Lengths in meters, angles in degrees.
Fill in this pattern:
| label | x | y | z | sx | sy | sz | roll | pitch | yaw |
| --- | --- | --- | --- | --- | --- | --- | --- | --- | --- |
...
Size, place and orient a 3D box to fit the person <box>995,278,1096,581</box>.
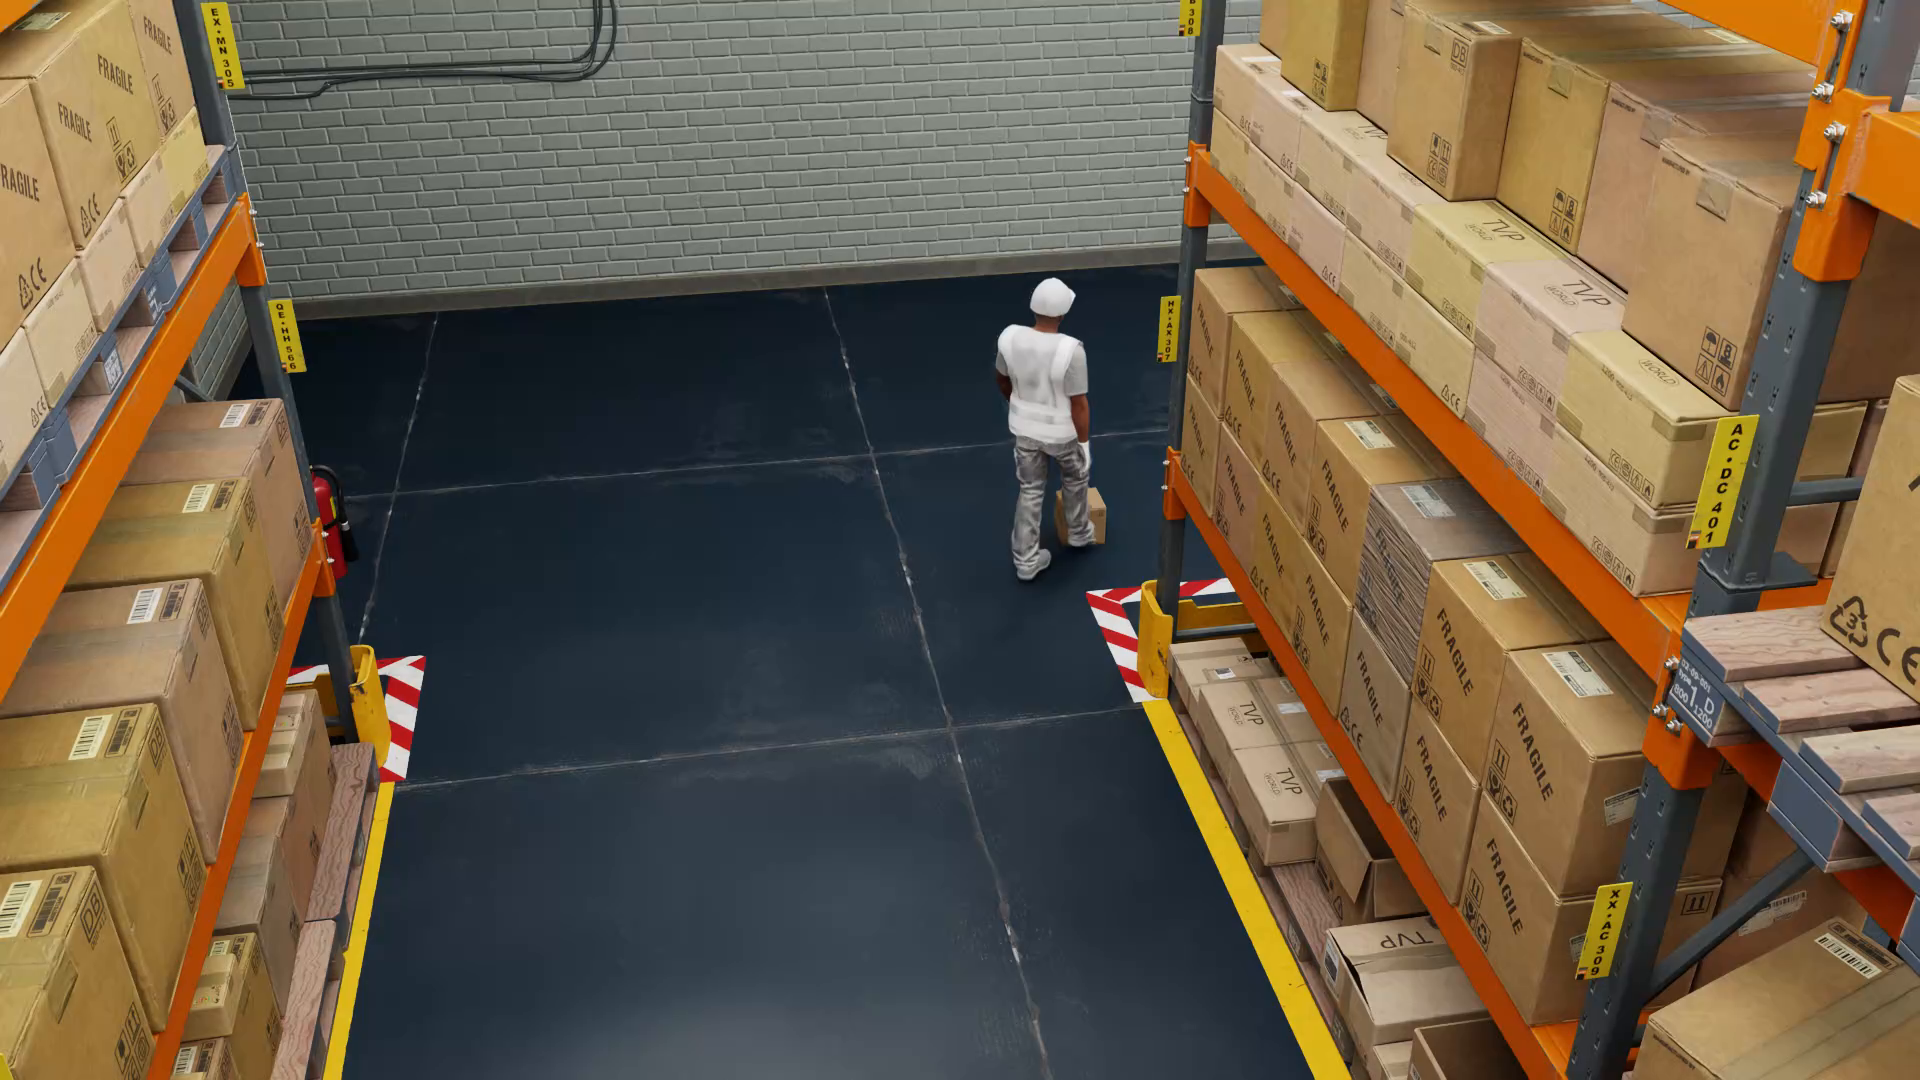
| label | x | y | z | sx | sy | sz | roll | pitch | yaw |
| --- | --- | --- | --- | --- | --- | --- | --- | --- | --- |
| person | 0.538 | -0.686 | 9.270 | 0.621 | 1.773 | 0.737 | 13 | 33 | 21 |
